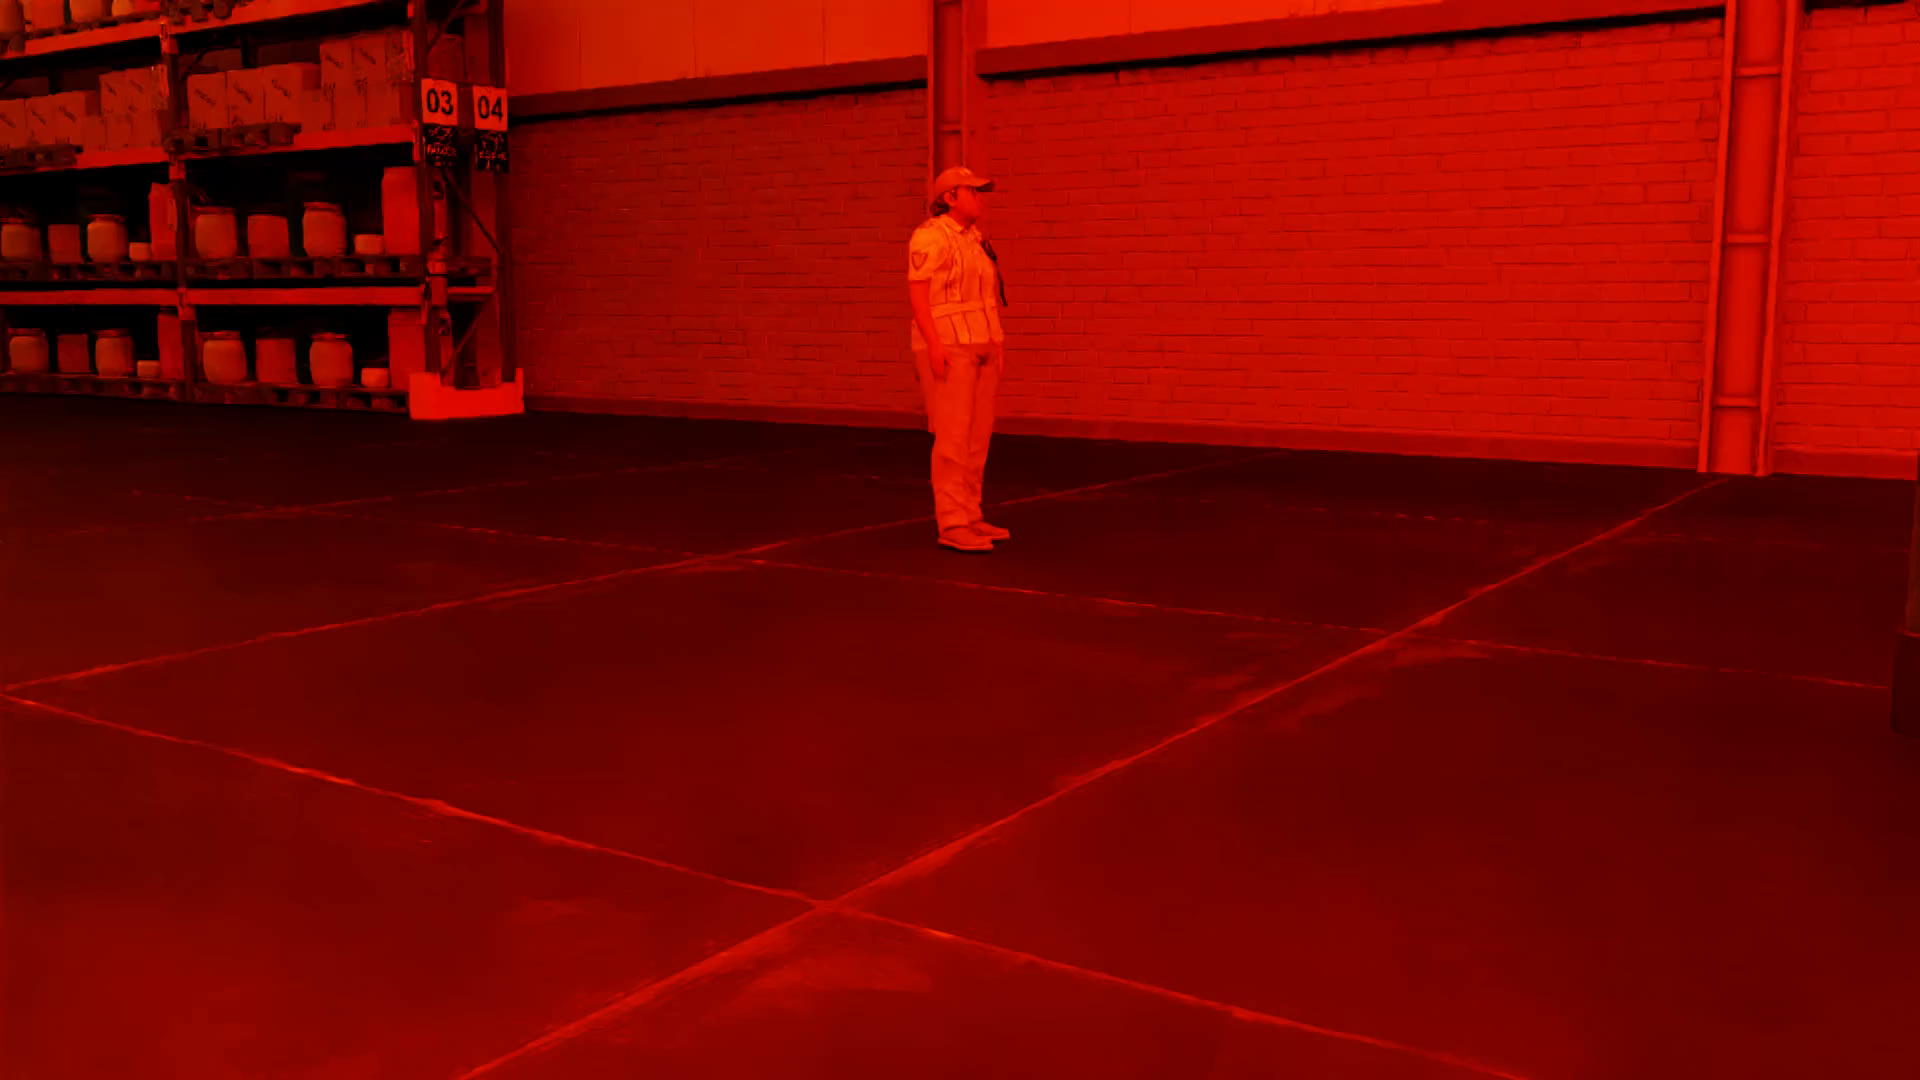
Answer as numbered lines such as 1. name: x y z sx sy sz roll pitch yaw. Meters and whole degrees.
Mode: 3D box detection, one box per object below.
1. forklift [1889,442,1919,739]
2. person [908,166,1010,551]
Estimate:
1. forklift: 3.473 -0.802 2.831 1.130 2.935 3.031 -6 10 -36
2. person: 0.051 -0.823 7.424 0.529 1.669 0.598 5 10 34
